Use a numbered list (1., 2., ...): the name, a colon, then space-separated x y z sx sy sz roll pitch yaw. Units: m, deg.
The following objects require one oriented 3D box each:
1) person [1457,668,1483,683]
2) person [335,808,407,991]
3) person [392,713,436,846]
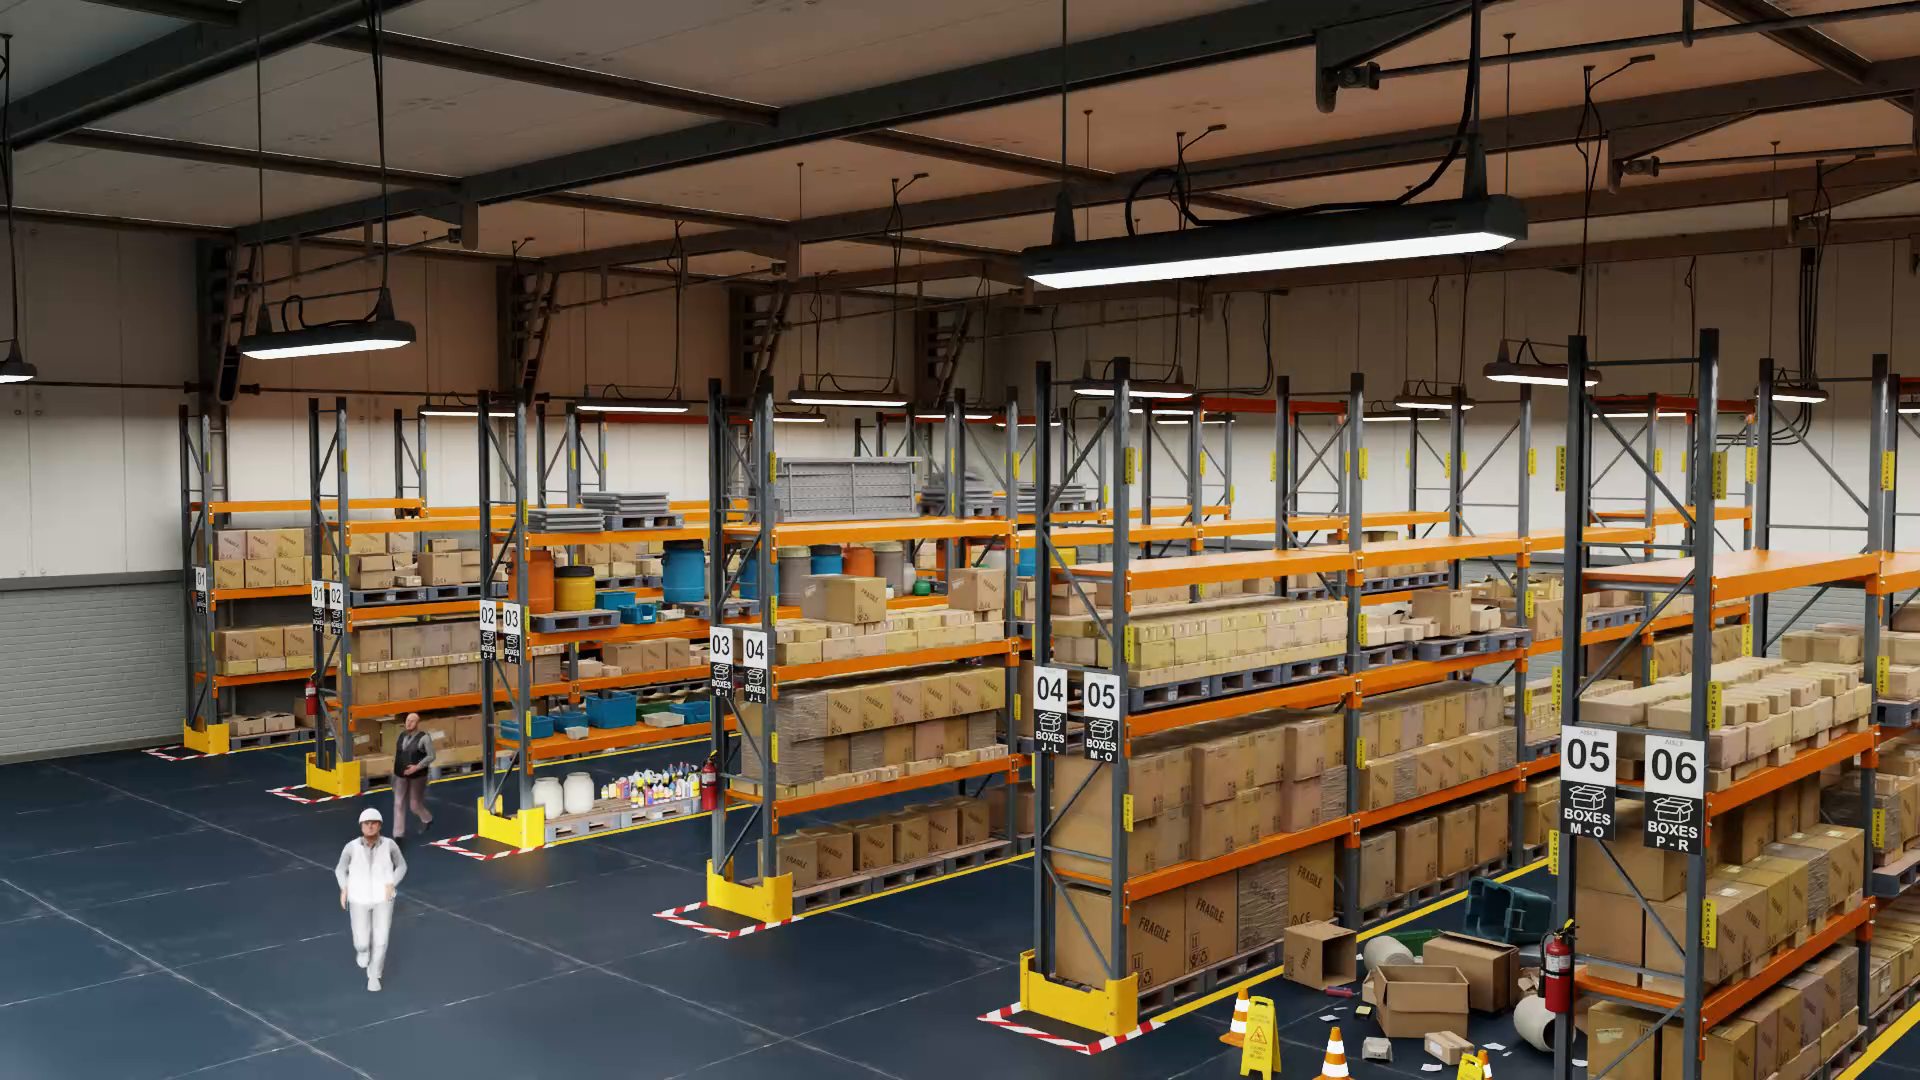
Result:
1. person: 8.397 2.912 27.520 0.560 1.706 0.754 3 4 40
2. person: -5.694 3.457 16.100 0.659 1.729 0.586 -1 3 -19
3. person: -7.232 3.145 22.020 0.658 1.720 0.915 1 3 10
